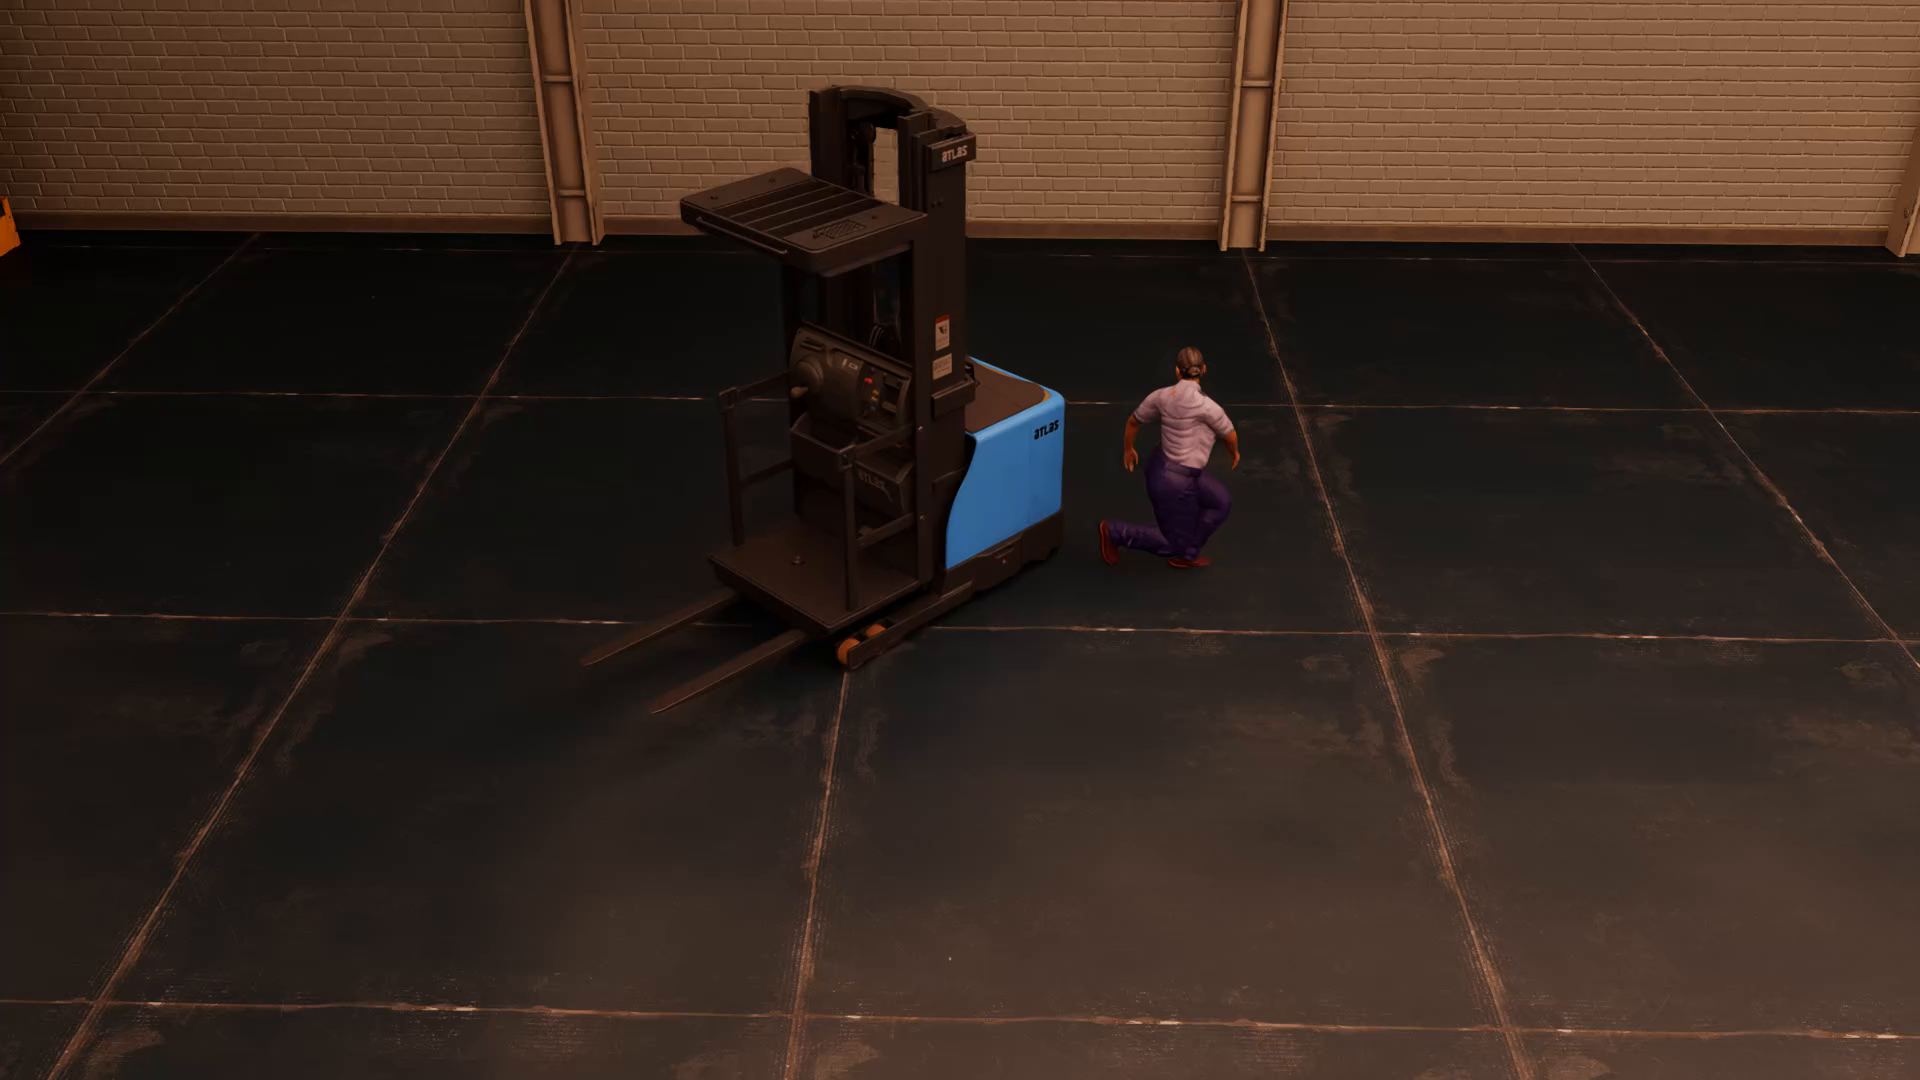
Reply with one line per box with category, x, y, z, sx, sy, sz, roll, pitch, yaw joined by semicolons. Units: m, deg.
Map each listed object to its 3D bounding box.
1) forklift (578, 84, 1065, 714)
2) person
forklift;-0.757;-0.842;9.042;1.130;2.935;3.031;27;40;37
person;1.257;-0.453;9.921;0.846;1.432;0.589;-3;31;-5
